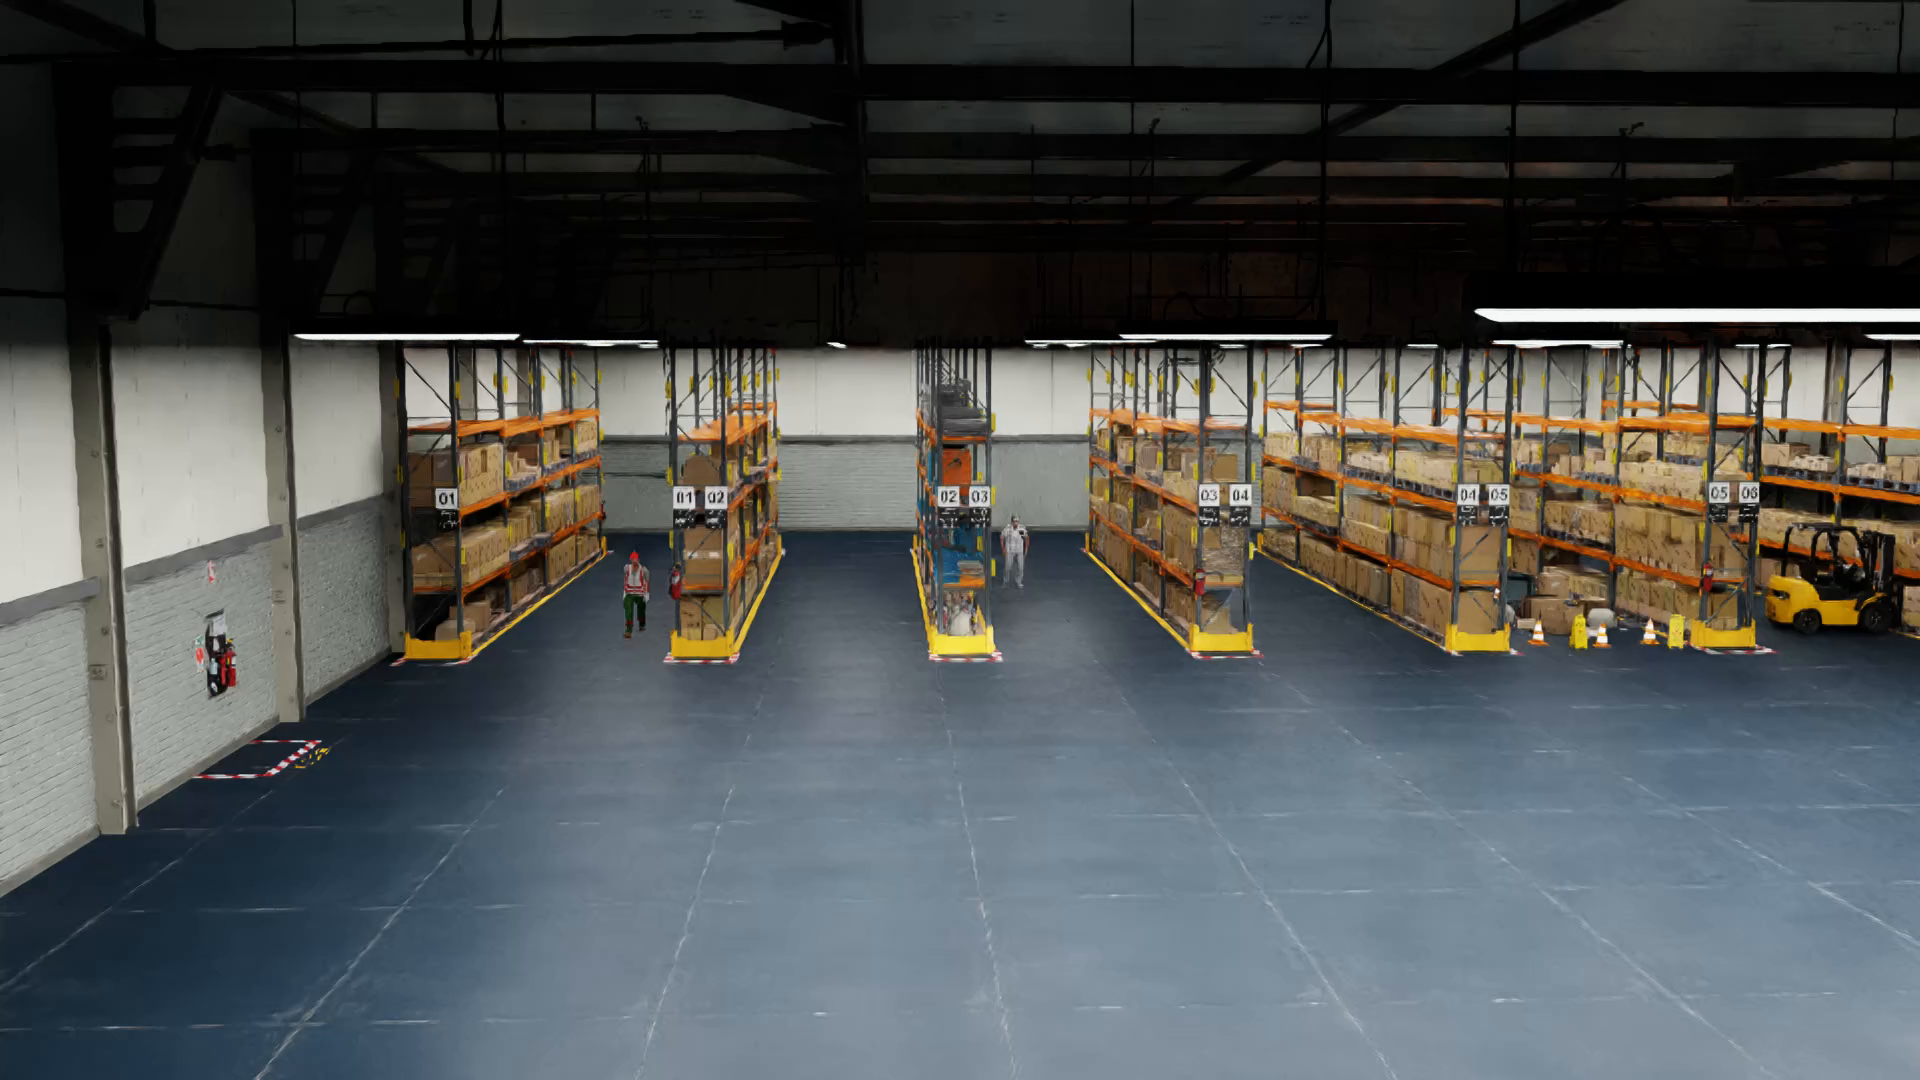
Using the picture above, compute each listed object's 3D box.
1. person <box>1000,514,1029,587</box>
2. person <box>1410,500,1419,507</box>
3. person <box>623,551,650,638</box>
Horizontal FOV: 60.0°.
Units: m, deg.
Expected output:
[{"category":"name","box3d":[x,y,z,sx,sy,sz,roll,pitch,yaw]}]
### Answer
[{"category":"person","box3d":[1.255,0.239,38.365,0.682,1.718,0.542,-1,7,-5]},{"category":"person","box3d":[12.685,-0.381,46.385,0.377,1.667,0.587,0,6,1]},{"category":"person","box3d":[-6.512,1.069,33.411,0.550,1.708,1.128,-1,7,-5]}]
